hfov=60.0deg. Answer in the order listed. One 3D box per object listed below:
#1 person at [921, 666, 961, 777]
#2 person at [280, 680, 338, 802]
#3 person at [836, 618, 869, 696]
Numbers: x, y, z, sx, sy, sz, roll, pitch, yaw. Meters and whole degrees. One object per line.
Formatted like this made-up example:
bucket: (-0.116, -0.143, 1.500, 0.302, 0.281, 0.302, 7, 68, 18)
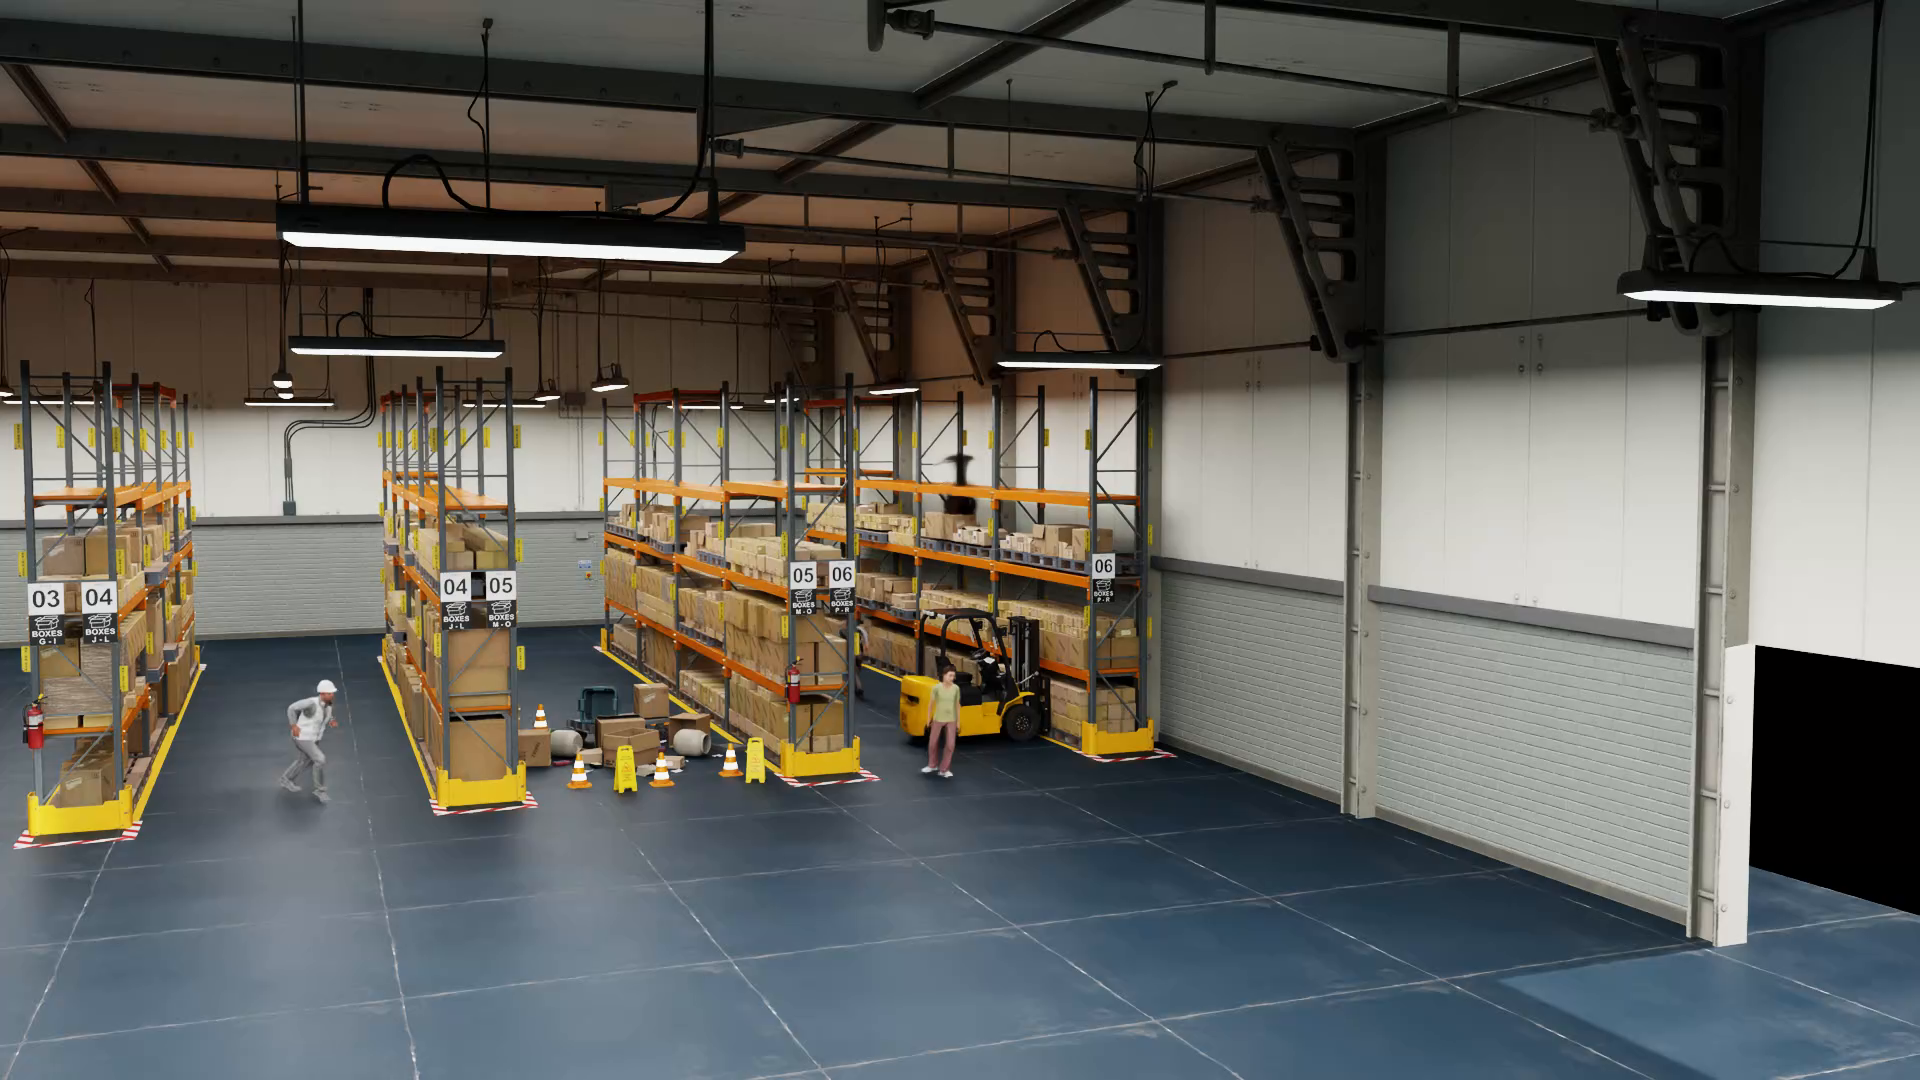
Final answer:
person: (-0.281, 2.686, 24.727, 0.577, 1.656, 0.439, -1, 3, -10)
person: (-9.084, 2.798, 23.114, 1.023, 1.734, 0.704, 1, 4, 21)
person: (-2.102, 2.308, 32.491, 0.640, 1.522, 1.139, -1, 4, -11)
